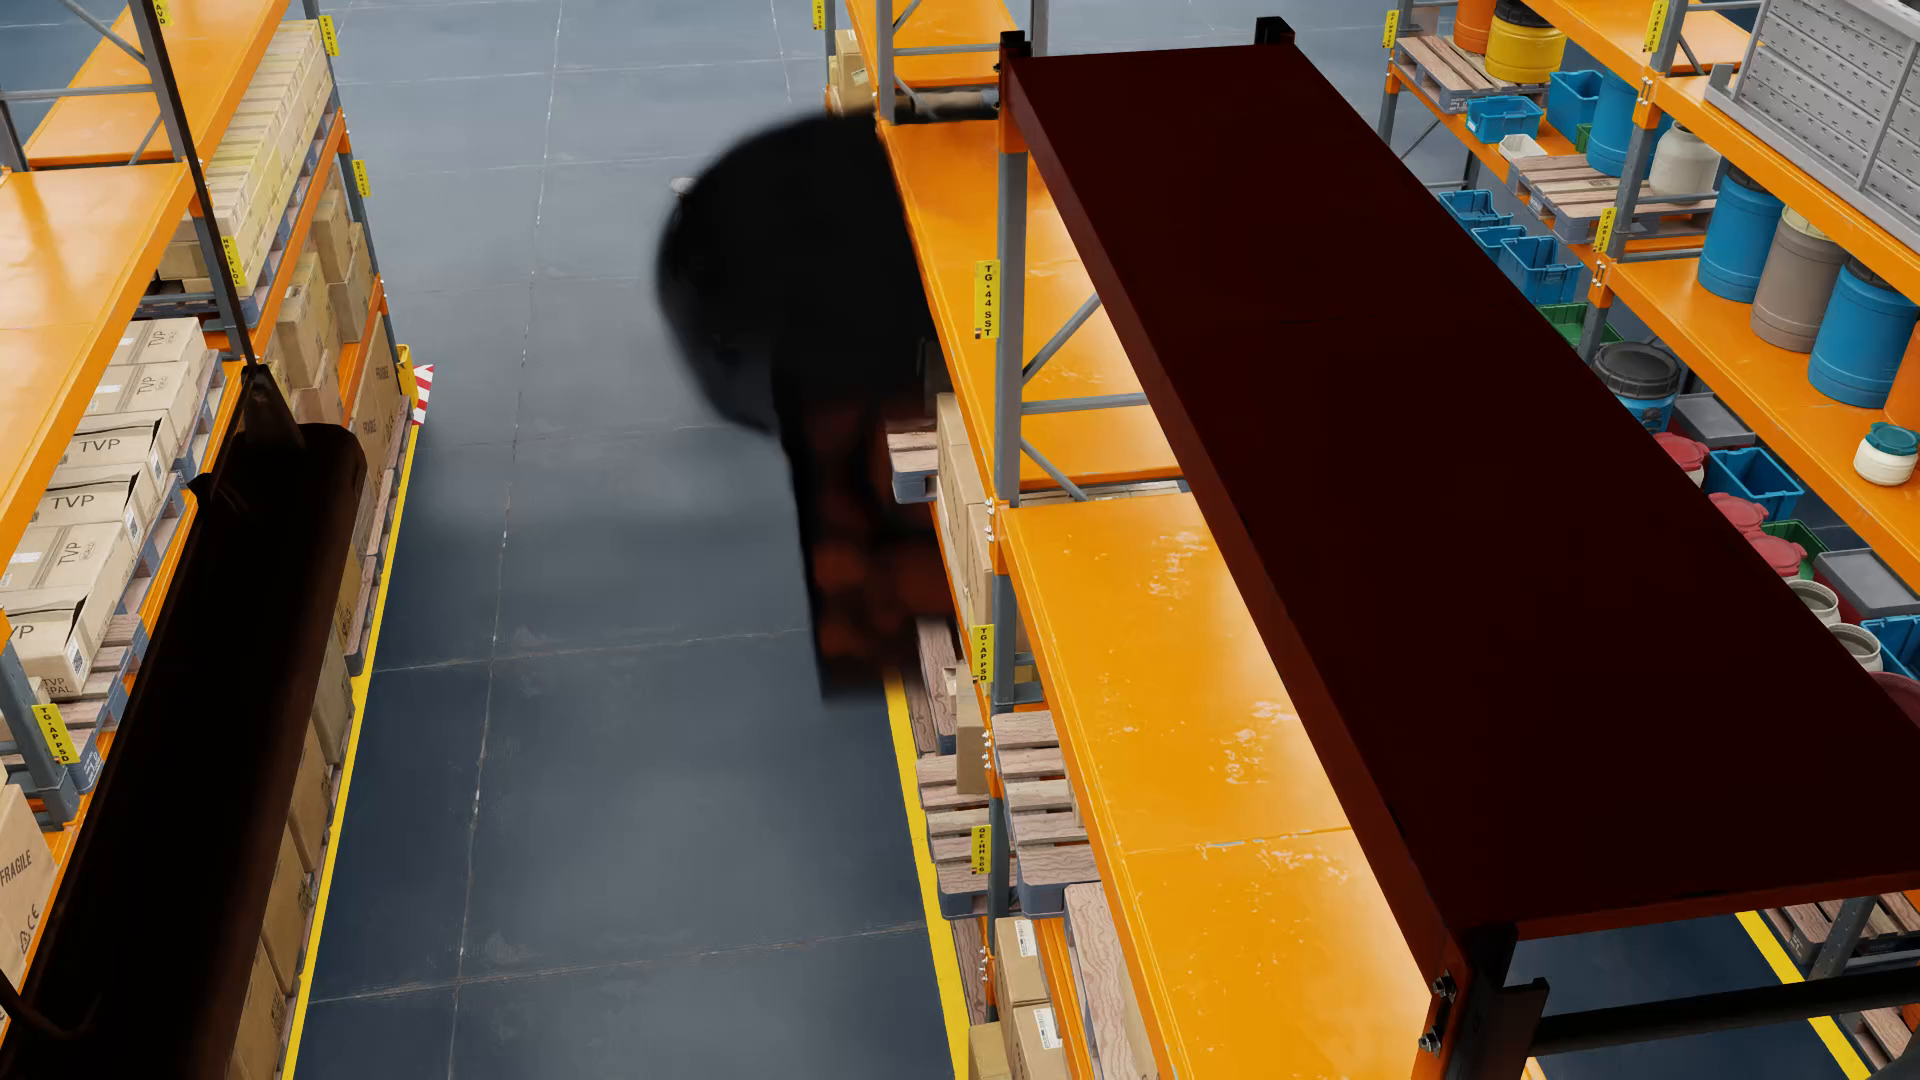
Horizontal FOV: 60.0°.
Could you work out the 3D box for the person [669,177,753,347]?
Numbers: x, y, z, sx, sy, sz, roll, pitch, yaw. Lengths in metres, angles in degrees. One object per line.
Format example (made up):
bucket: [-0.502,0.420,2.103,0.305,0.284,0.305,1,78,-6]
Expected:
person: [-2.355,-2.586,15.624,0.625,1.618,0.573,-20,41,-25]
